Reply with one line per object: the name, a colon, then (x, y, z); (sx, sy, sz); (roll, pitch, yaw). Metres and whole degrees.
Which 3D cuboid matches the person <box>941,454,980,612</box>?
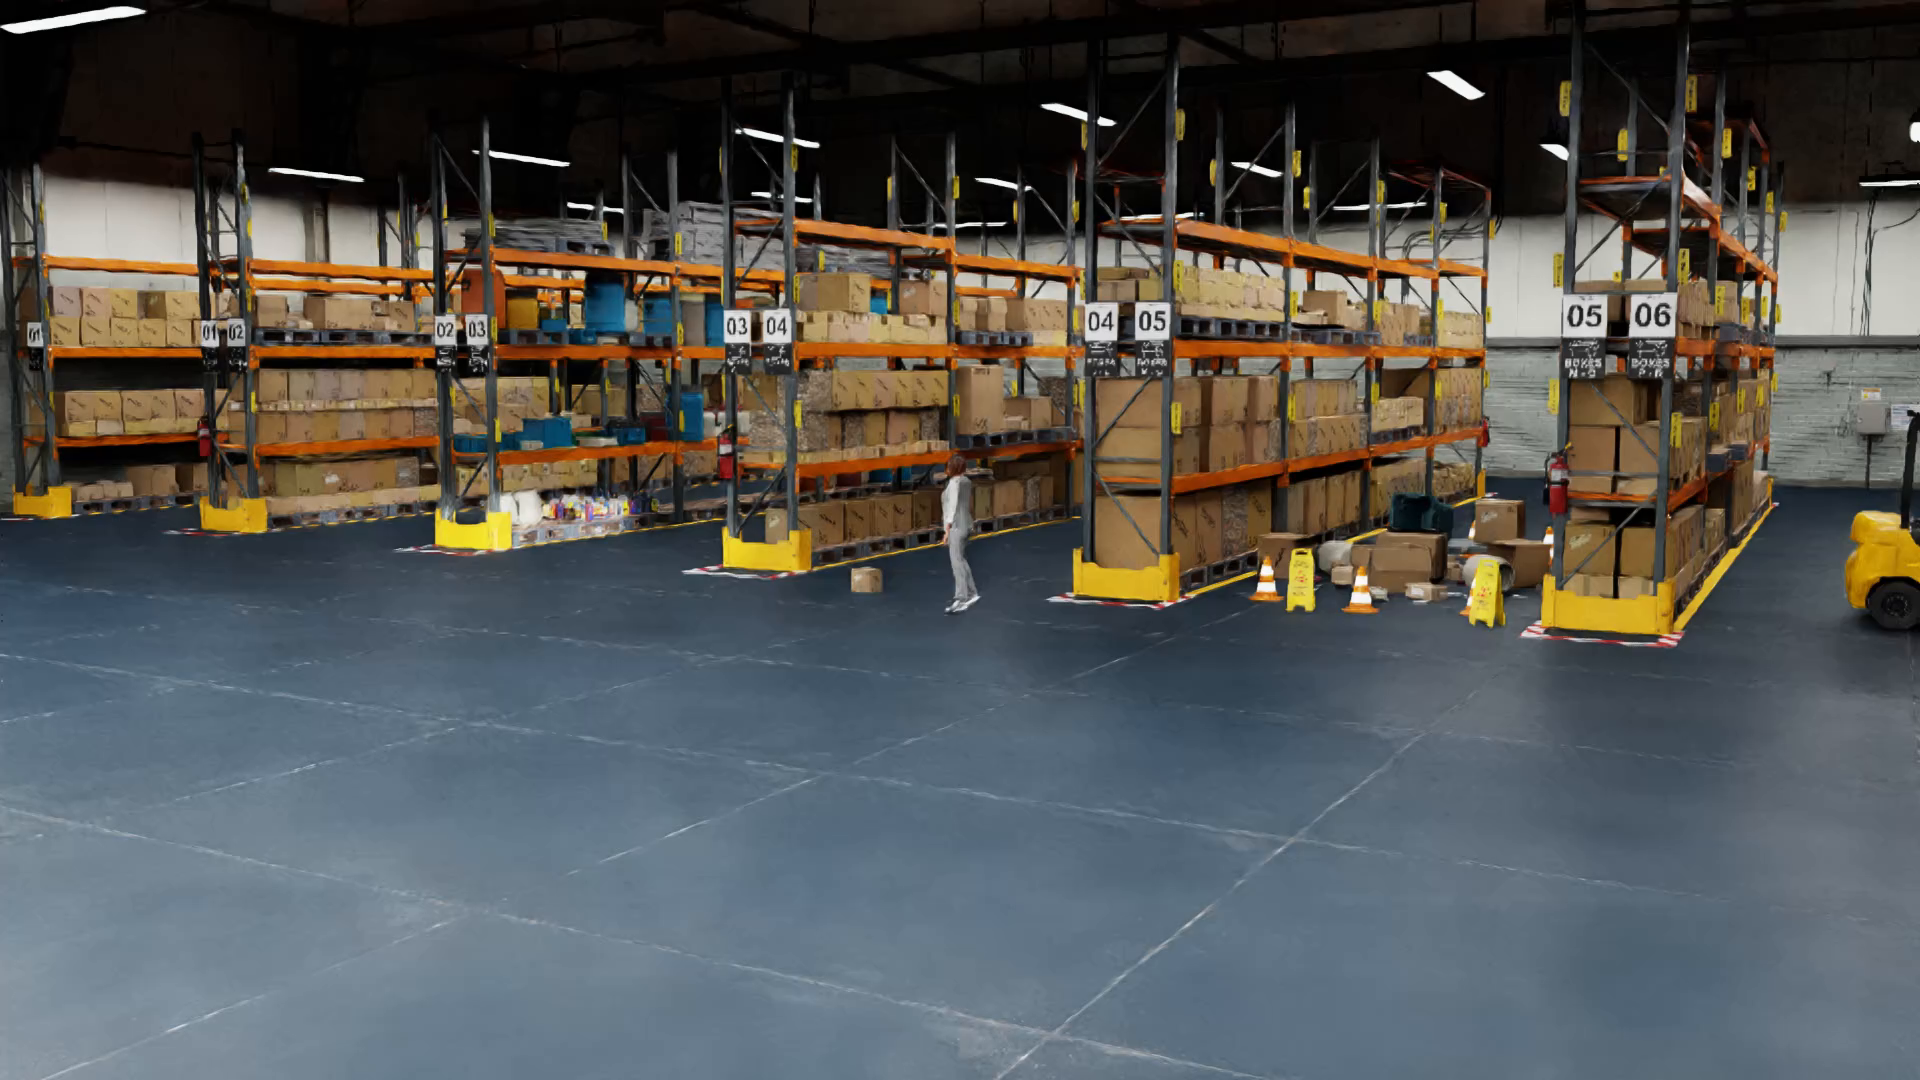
person: (-0.023, -0.077, 17.129); (0.318, 1.616, 0.555); (2, 7, 21)
